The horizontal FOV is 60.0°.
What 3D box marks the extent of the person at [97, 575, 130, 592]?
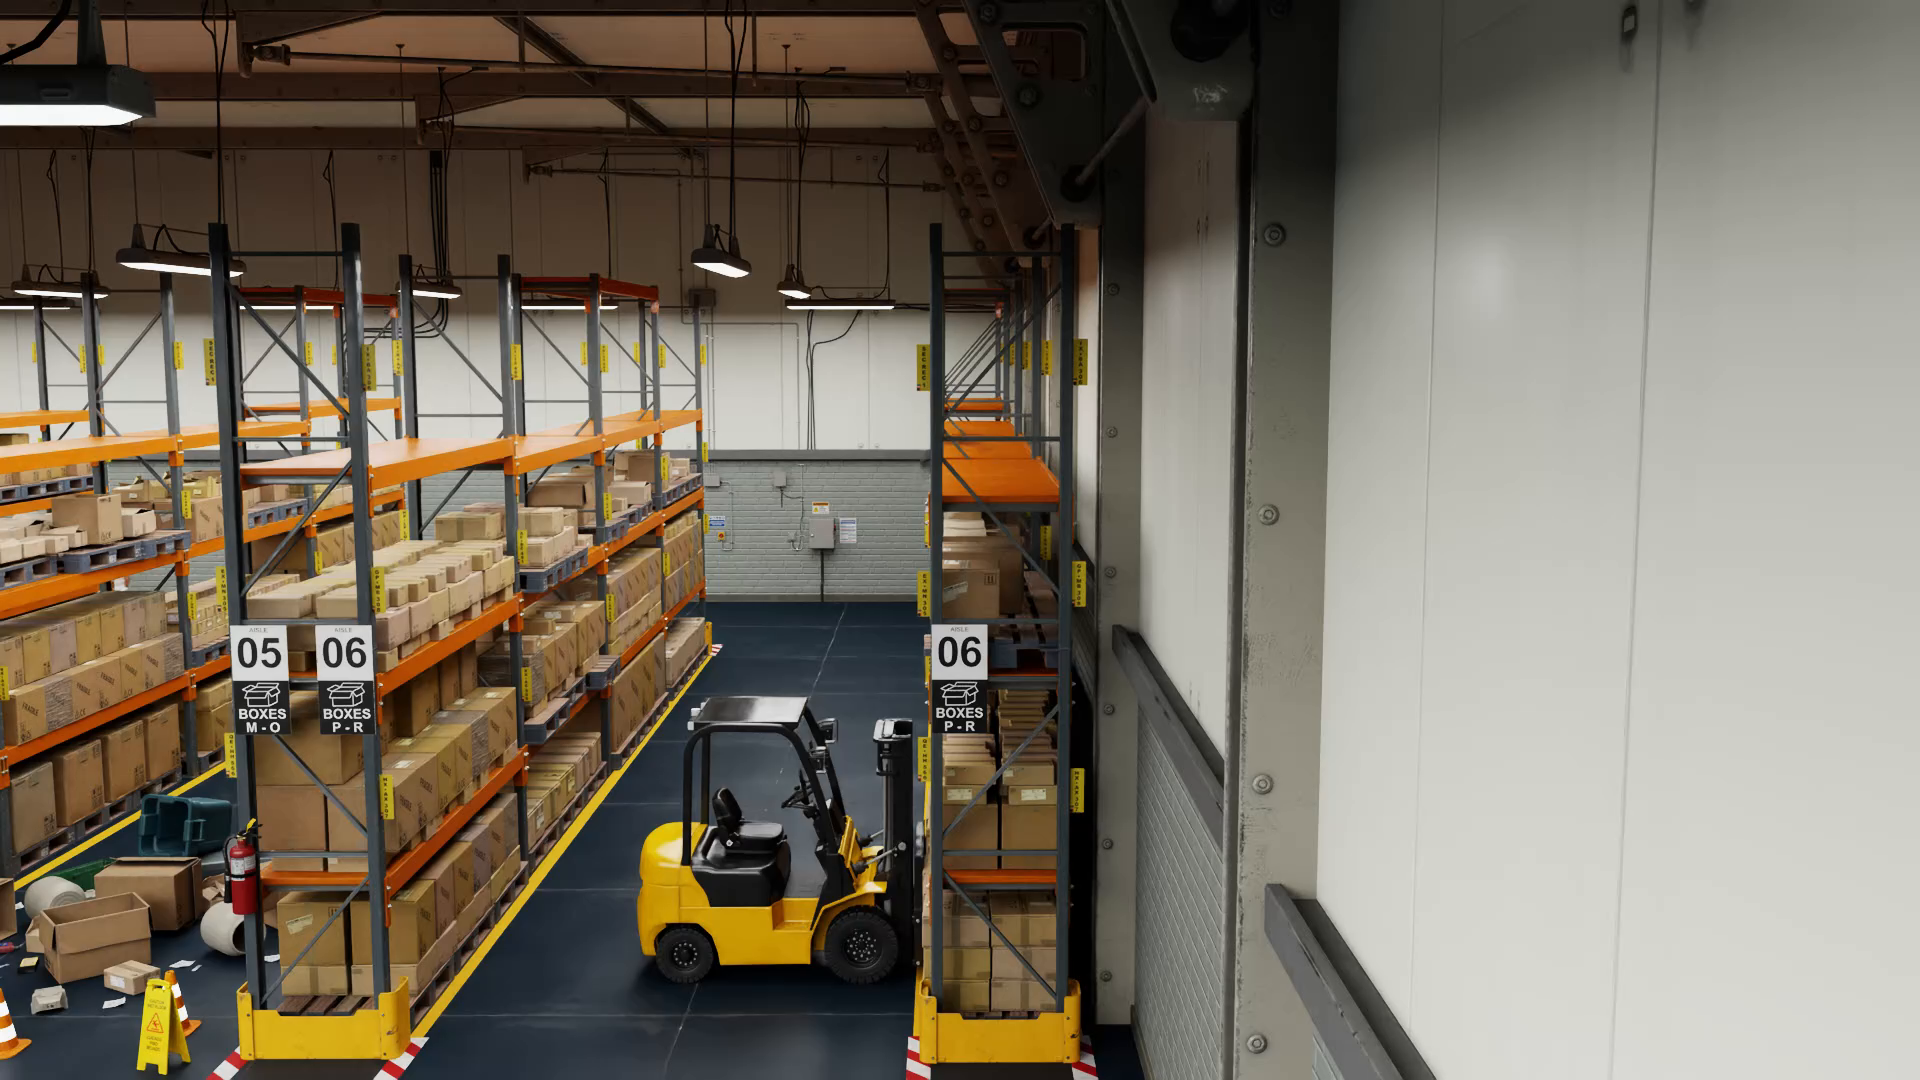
[{"bbox_3d":[-14.751,0.898,28.928,0.580,1.797,0.420,-1,7,-7],"label":"person"}]
